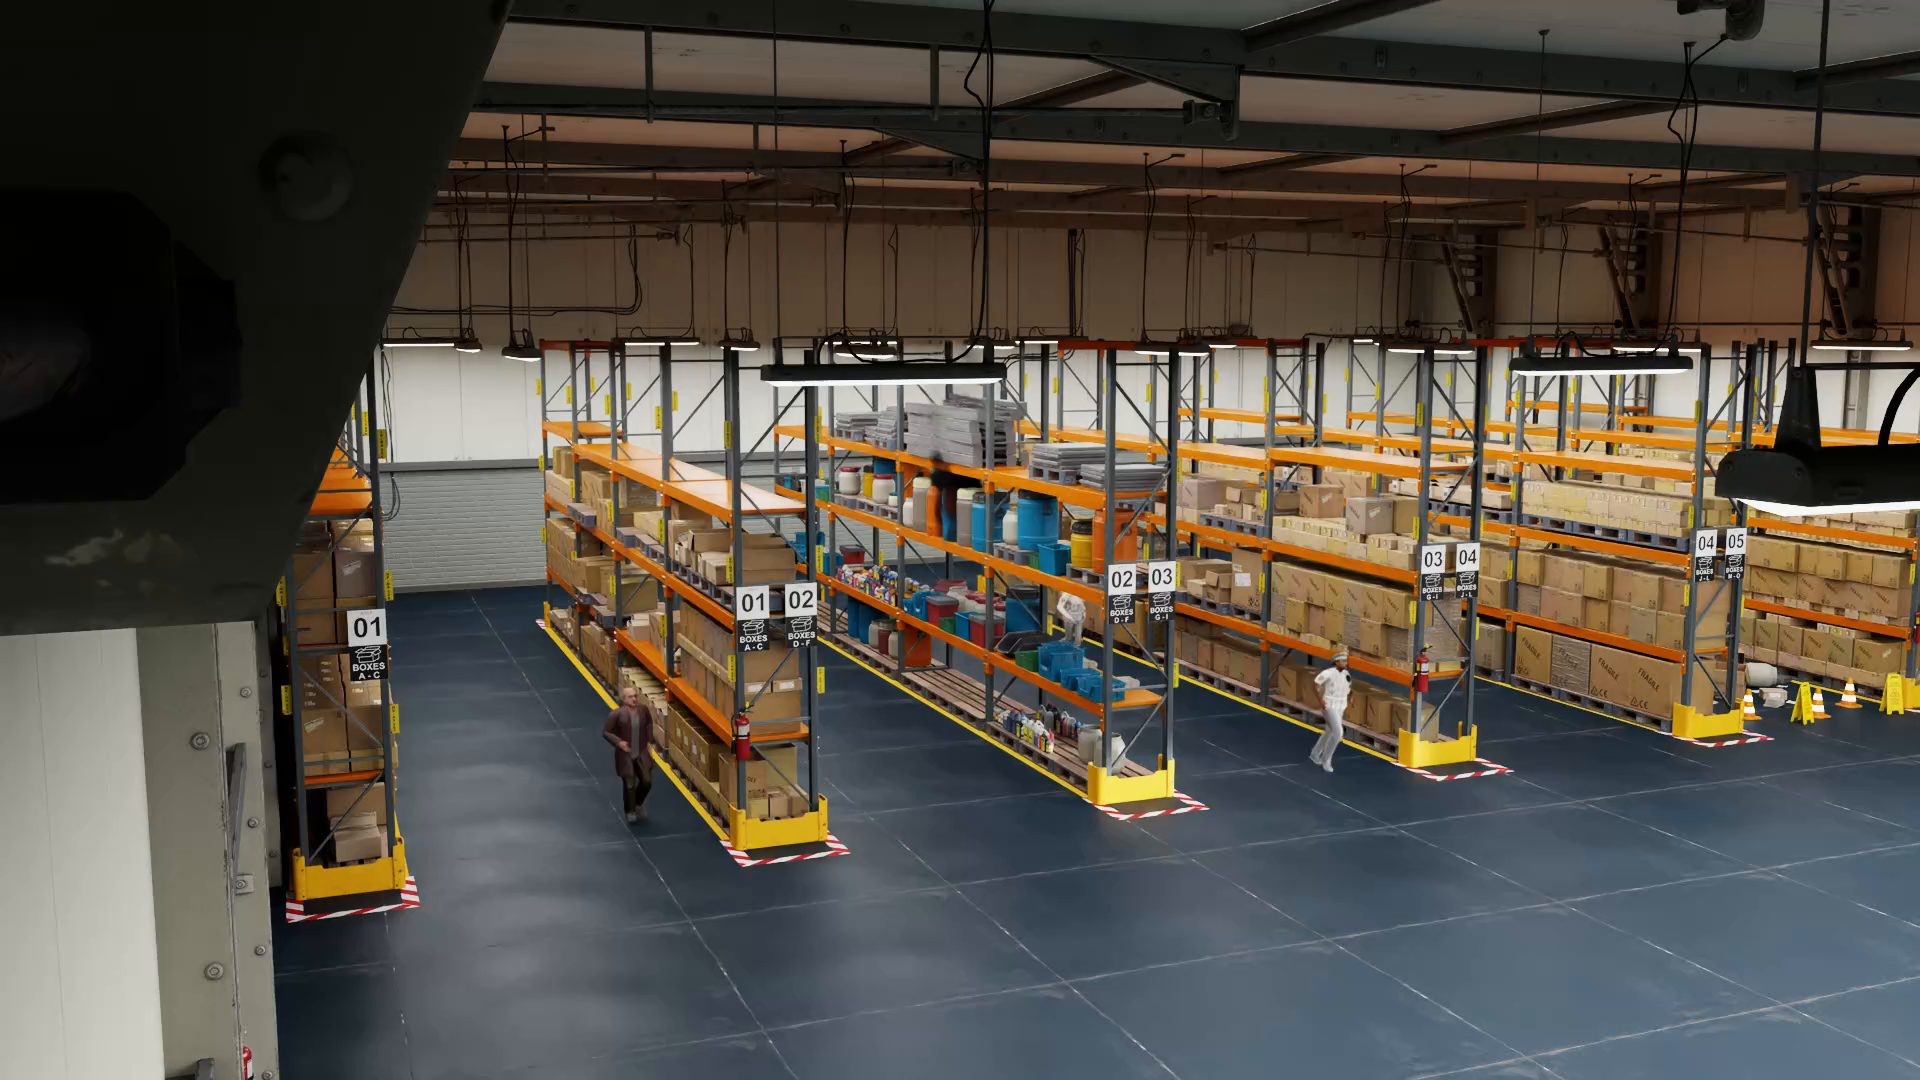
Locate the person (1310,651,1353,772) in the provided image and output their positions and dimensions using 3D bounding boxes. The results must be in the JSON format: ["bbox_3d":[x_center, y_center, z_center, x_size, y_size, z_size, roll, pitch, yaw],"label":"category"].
[{"bbox_3d":[5.347,2.436,23.785,0.596,1.715,0.654,-6,9,-37],"label":"person"}]

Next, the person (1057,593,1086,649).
[{"bbox_3d":[2.088,1.496,30.945,0.642,1.682,0.835,-4,8,-26],"label":"person"}]

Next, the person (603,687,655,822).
[{"bbox_3d":[-4.151,2.732,21.069,0.714,1.742,0.635,-4,8,-29],"label":"person"}]
